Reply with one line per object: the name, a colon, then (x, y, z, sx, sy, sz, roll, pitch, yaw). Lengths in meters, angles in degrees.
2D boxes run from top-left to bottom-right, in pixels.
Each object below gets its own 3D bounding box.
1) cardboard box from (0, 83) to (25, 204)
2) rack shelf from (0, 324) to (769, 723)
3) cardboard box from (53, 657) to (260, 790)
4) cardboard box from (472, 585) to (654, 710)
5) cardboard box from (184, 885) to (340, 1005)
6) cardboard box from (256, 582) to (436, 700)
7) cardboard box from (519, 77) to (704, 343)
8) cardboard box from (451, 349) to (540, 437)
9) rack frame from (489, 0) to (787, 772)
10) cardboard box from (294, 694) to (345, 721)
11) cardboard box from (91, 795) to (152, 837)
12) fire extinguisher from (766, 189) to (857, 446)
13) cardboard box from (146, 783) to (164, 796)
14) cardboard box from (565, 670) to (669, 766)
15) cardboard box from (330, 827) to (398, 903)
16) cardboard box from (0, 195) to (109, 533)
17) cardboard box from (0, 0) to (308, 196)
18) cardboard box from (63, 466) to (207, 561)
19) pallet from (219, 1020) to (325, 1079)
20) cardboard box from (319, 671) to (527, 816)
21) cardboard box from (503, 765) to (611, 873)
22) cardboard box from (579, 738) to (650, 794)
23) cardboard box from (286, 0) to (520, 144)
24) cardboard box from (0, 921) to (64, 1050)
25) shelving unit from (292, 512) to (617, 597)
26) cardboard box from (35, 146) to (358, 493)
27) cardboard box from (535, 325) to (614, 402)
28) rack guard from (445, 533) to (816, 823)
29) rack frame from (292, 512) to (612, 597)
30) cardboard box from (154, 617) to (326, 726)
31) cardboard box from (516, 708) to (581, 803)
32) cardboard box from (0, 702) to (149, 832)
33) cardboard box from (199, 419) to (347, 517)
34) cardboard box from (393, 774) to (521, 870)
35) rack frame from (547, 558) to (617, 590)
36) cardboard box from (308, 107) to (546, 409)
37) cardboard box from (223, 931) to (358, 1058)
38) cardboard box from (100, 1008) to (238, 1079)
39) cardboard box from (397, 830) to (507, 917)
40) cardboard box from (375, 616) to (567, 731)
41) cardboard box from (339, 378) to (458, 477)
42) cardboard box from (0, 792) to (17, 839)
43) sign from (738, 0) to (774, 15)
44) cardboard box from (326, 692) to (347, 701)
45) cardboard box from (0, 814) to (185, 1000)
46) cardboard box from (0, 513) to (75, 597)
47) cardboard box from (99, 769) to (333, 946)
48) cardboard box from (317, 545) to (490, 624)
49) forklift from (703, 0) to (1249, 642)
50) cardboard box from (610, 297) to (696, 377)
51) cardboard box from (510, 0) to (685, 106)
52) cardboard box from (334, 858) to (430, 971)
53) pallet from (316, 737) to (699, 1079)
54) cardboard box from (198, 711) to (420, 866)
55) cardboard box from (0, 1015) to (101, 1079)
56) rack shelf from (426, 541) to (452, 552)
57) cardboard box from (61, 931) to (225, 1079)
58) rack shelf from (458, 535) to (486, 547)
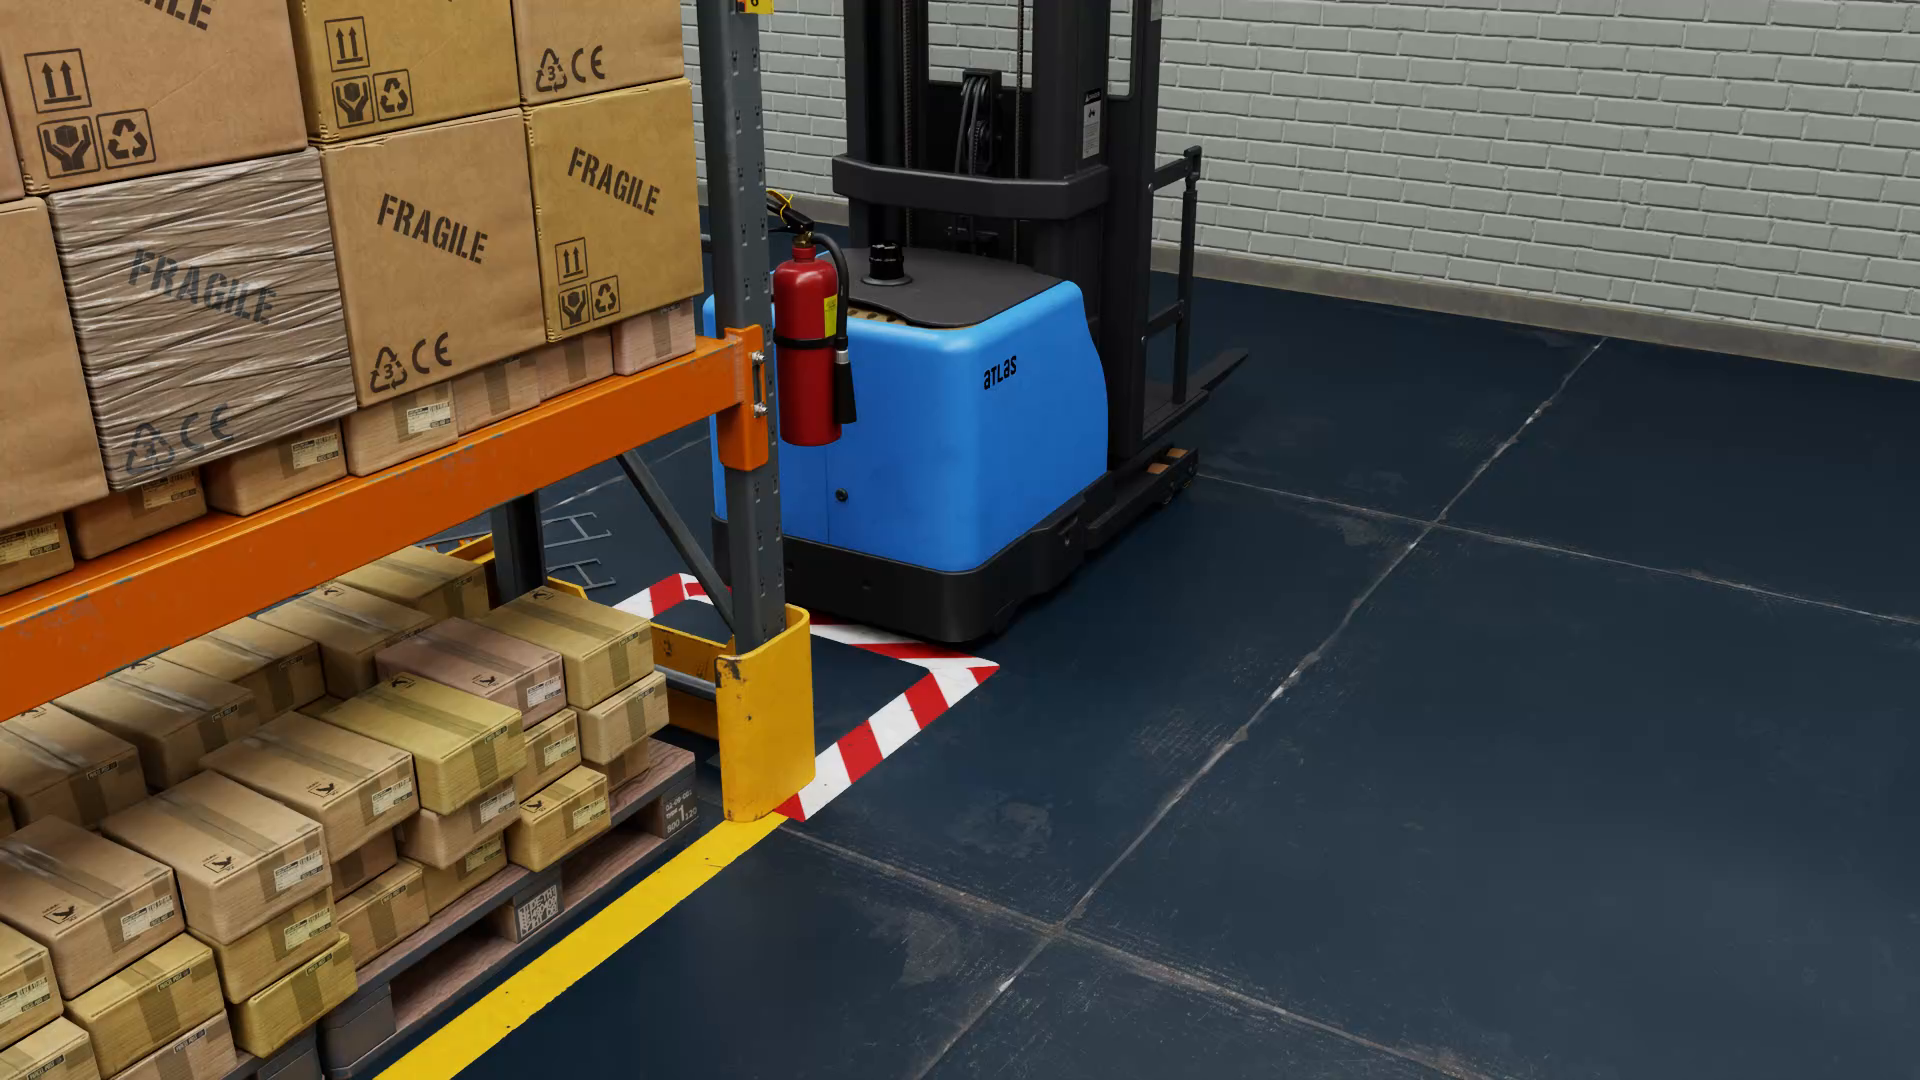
cardboard box: (-1.771, -0.716, 2.370, 0.500, 0.500, 0.500, 13, 27, 27)
rack shelf: (-1.986, 0.196, 2.927, 1.077, 0.370, 4.000, 14, 27, 29)
cardboard box: (-1.842, 0.416, 3.823, 0.380, 0.149, 0.250, 12, 26, 26)
cardboard box: (-0.995, 0.265, 4.173, 0.380, 0.149, 0.250, 14, 27, 30)
cardboard box: (-1.502, 0.761, 3.402, 0.380, 0.149, 0.250, 14, 27, 30)
cardboard box: (-1.539, 0.257, 4.191, 0.380, 0.149, 0.250, 14, 27, 30)
cardboard box: (-0.949, -0.786, 3.790, 0.500, 0.500, 0.500, 14, 27, 30)
cardboard box: (-1.145, -0.361, 3.624, 0.380, 0.149, 0.250, 14, 27, 28)
rack frame: (-0.931, -0.809, 4.344, 1.000, 3.000, 0.127, 14, 27, 29)
cardboard box: (-1.672, 0.475, 4.063, 0.380, 0.149, 0.250, 14, 27, 30)
cardboard box: (-1.959, 0.648, 3.663, 0.380, 0.149, 0.250, 12, 26, 26)
fire extinguisher: (-0.406, -0.591, 4.406, 0.296, 0.674, 0.183, 14, 27, 29)
cardboard box: (-1.899, 0.538, 3.916, 0.380, 0.149, 0.250, 15, 27, 31)
cardboard box: (-0.967, 0.408, 4.218, 0.380, 0.149, 0.250, 13, 27, 28)
cardboard box: (-1.469, 0.653, 3.652, 0.380, 0.149, 0.250, 14, 27, 28)
cardboard box: (-1.757, -0.274, 2.607, 0.500, 0.500, 0.500, 15, 28, 32)
cardboard box: (-1.495, -0.896, 2.784, 0.500, 0.500, 0.500, 15, 28, 32)
cardboard box: (-1.617, -0.108, 3.041, 0.380, 0.149, 0.250, 13, 26, 27)
pallet: (-2.074, 1.173, 3.275, 1.003, 0.211, 1.213, 14, 27, 29)
cardboard box: (-1.205, 0.452, 3.741, 0.380, 0.149, 0.250, 13, 27, 28)
cardboard box: (-1.081, 0.636, 4.066, 0.380, 0.149, 0.250, 15, 27, 31)
cardboard box: (-1.032, 0.528, 4.315, 0.380, 0.149, 0.250, 14, 27, 30)
cardboard box: (-1.228, -1.073, 3.194, 0.500, 0.500, 0.500, 13, 27, 27)
cardboard box: (-1.837, 0.788, 2.964, 0.380, 0.149, 0.250, 14, 27, 29)
shelving unit: (-1.802, 0.138, 5.687, 1.200, 0.189, 0.258, -12, 26, -25)
cardboard box: (-1.485, -0.440, 2.991, 0.500, 0.500, 0.500, 14, 27, 29)
cardboard box: (-1.026, -0.449, 3.827, 0.380, 0.149, 0.250, 14, 27, 29)
rack guard: (-0.971, 0.364, 4.781, 1.175, 0.500, 0.348, 14, 27, 29)
rack frame: (-1.802, 0.054, 5.651, 1.200, 0.006, 0.240, -12, 26, -25)
cardboard box: (-1.781, 0.315, 4.057, 0.380, 0.149, 0.250, 14, 27, 29)
cardboard box: (-1.151, 0.485, 4.040, 0.380, 0.149, 0.250, 13, 27, 28)
cardboard box: (-1.996, 0.508, 3.612, 0.380, 0.149, 0.250, 15, 28, 31)
cardboard box: (-1.424, -0.187, 3.223, 0.380, 0.149, 0.250, 13, 26, 27)
cardboard box: (-1.240, 0.584, 3.812, 0.380, 0.149, 0.250, 13, 26, 27)
rack frame: (-1.802, 0.222, 5.723, 1.200, 0.006, 0.240, -12, 26, -25)
cardboard box: (-1.226, -0.613, 3.391, 0.500, 0.500, 0.500, 13, 27, 28)
cardboard box: (-1.494, 0.892, 3.473, 0.380, 0.149, 0.250, 13, 26, 27)
cardboard box: (-1.655, 0.980, 3.270, 0.380, 0.149, 0.250, 14, 27, 30)
cardboard box: (-1.294, 0.707, 3.901, 0.380, 0.149, 0.250, 14, 27, 29)
cardboard box: (-1.176, 0.338, 4.005, 0.380, 0.149, 0.250, 14, 27, 30)
cardboard box: (-1.260, -0.270, 3.414, 0.380, 0.149, 0.250, 15, 27, 30)
cardboard box: (-2.173, 0.587, 3.429, 0.380, 0.149, 0.250, 14, 27, 30)
sign: (-0.470, -1.363, 3.767, 0.100, 0.325, 0.005, 14, 27, 29)
cardboard box: (-1.618, 0.373, 4.297, 0.380, 0.149, 0.250, 14, 27, 29)
cardboard box: (-1.723, 0.694, 3.182, 0.380, 0.149, 0.250, 13, 27, 27)
cardboard box: (-1.743, -0.015, 2.826, 0.380, 0.149, 0.250, 14, 27, 30)
cardboard box: (-1.490, 0.628, 3.334, 0.380, 0.149, 0.250, 15, 28, 31)
cardboard box: (-1.496, 0.139, 4.464, 0.380, 0.149, 0.250, 13, 26, 27)
forklift: (0.309, -1.563, 6.172, 1.130, 2.935, 3.031, 13, 26, 27)
cardboard box: (-0.863, -0.525, 4.003, 0.380, 0.149, 0.250, 14, 27, 29)
cardboard box: (-0.961, -1.244, 3.589, 0.500, 0.500, 0.500, 13, 27, 28)
cardboard box: (-1.413, 0.793, 3.703, 0.380, 0.149, 0.250, 14, 27, 29)
pallet: (-1.430, 0.763, 4.222, 1.003, 0.211, 1.213, 14, 27, 29)
cardboard box: (-1.395, 0.526, 3.570, 0.380, 0.149, 0.250, 13, 26, 27)
cardboard box: (-1.775, 0.942, 2.983, 0.380, 0.149, 0.250, 14, 27, 29)
rack shelf: (-1.762, 0.130, 5.706, 0.103, 0.180, 0.258, -12, 26, -25)
cardboard box: (-1.653, 0.844, 3.211, 0.380, 0.149, 0.250, 15, 28, 32)
rack shelf: (-1.656, 0.108, 5.758, 0.103, 0.180, 0.258, -12, 26, -25)
